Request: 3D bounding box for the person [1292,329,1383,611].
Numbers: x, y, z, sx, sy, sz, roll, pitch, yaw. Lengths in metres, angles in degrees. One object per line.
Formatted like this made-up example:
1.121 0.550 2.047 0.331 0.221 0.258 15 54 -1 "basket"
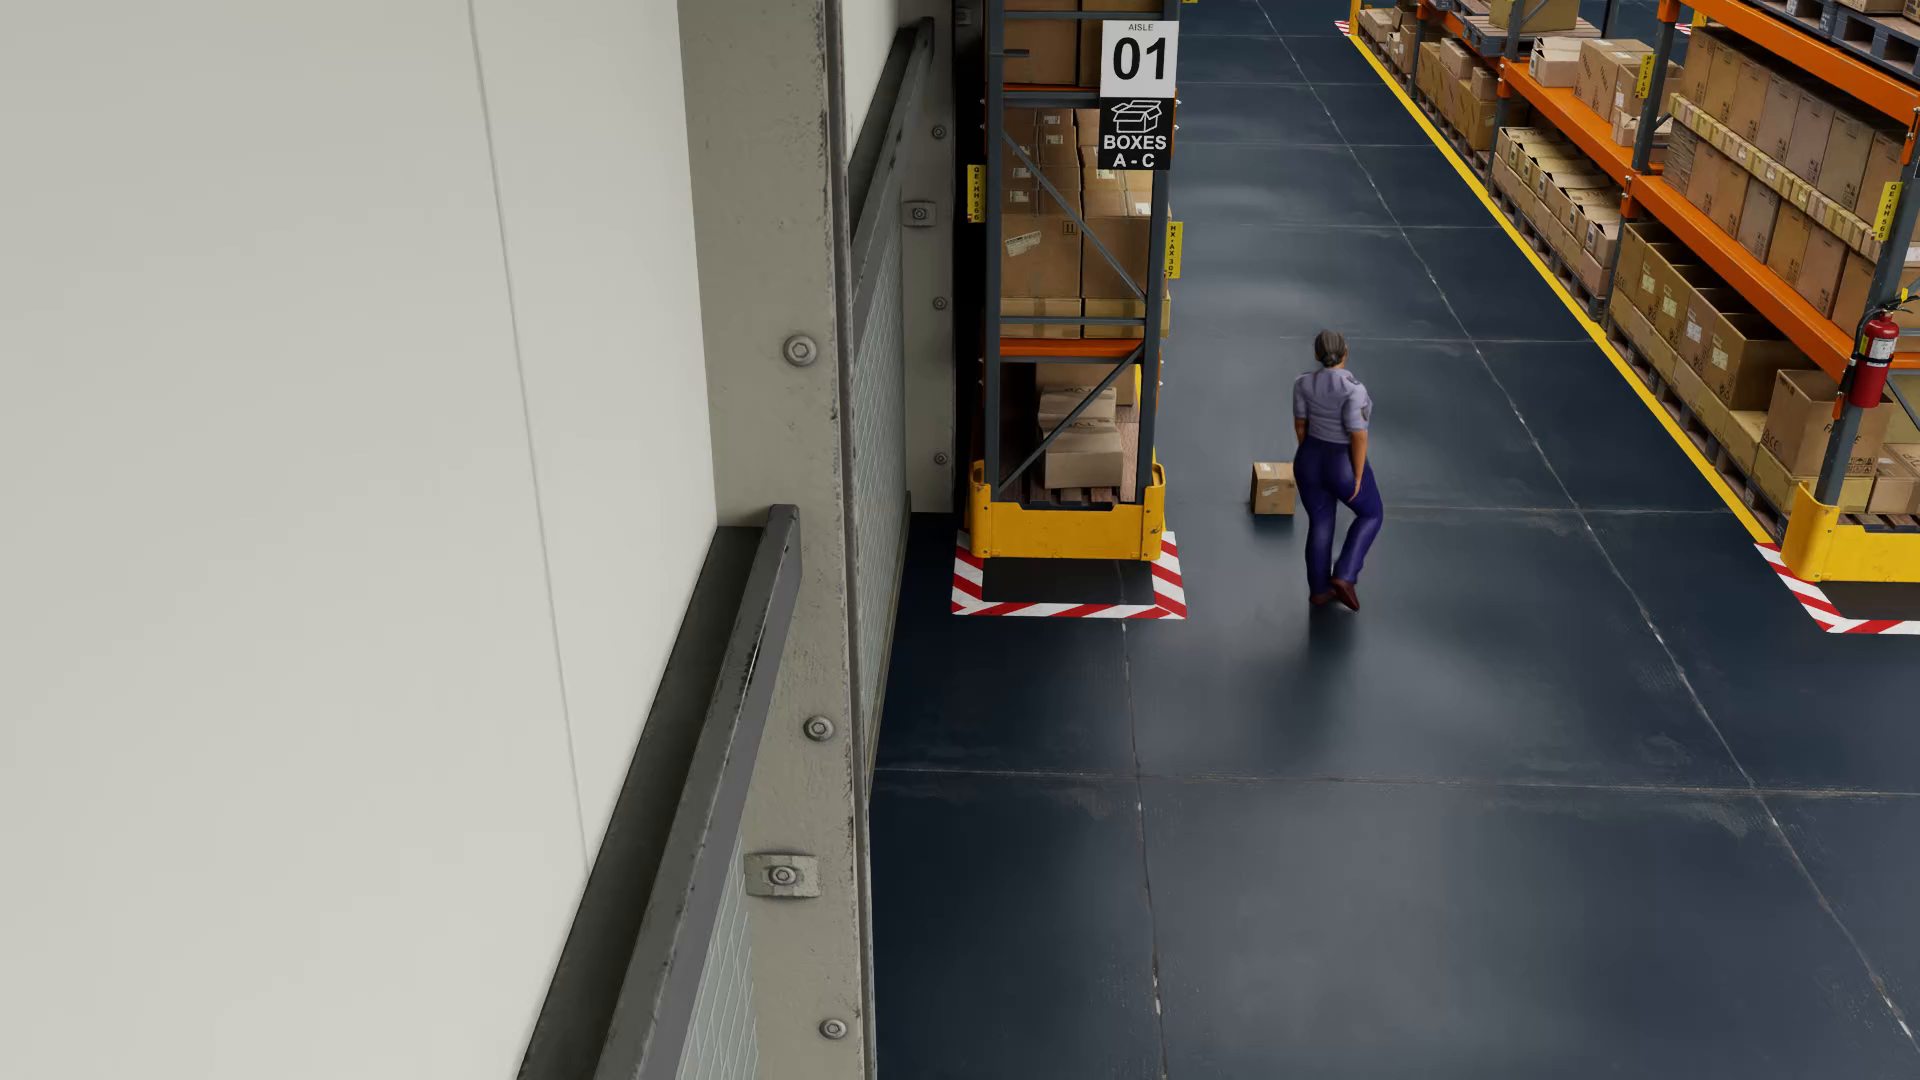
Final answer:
2.119 -0.393 9.370 0.550 1.622 0.438 20 34 33 "person"
